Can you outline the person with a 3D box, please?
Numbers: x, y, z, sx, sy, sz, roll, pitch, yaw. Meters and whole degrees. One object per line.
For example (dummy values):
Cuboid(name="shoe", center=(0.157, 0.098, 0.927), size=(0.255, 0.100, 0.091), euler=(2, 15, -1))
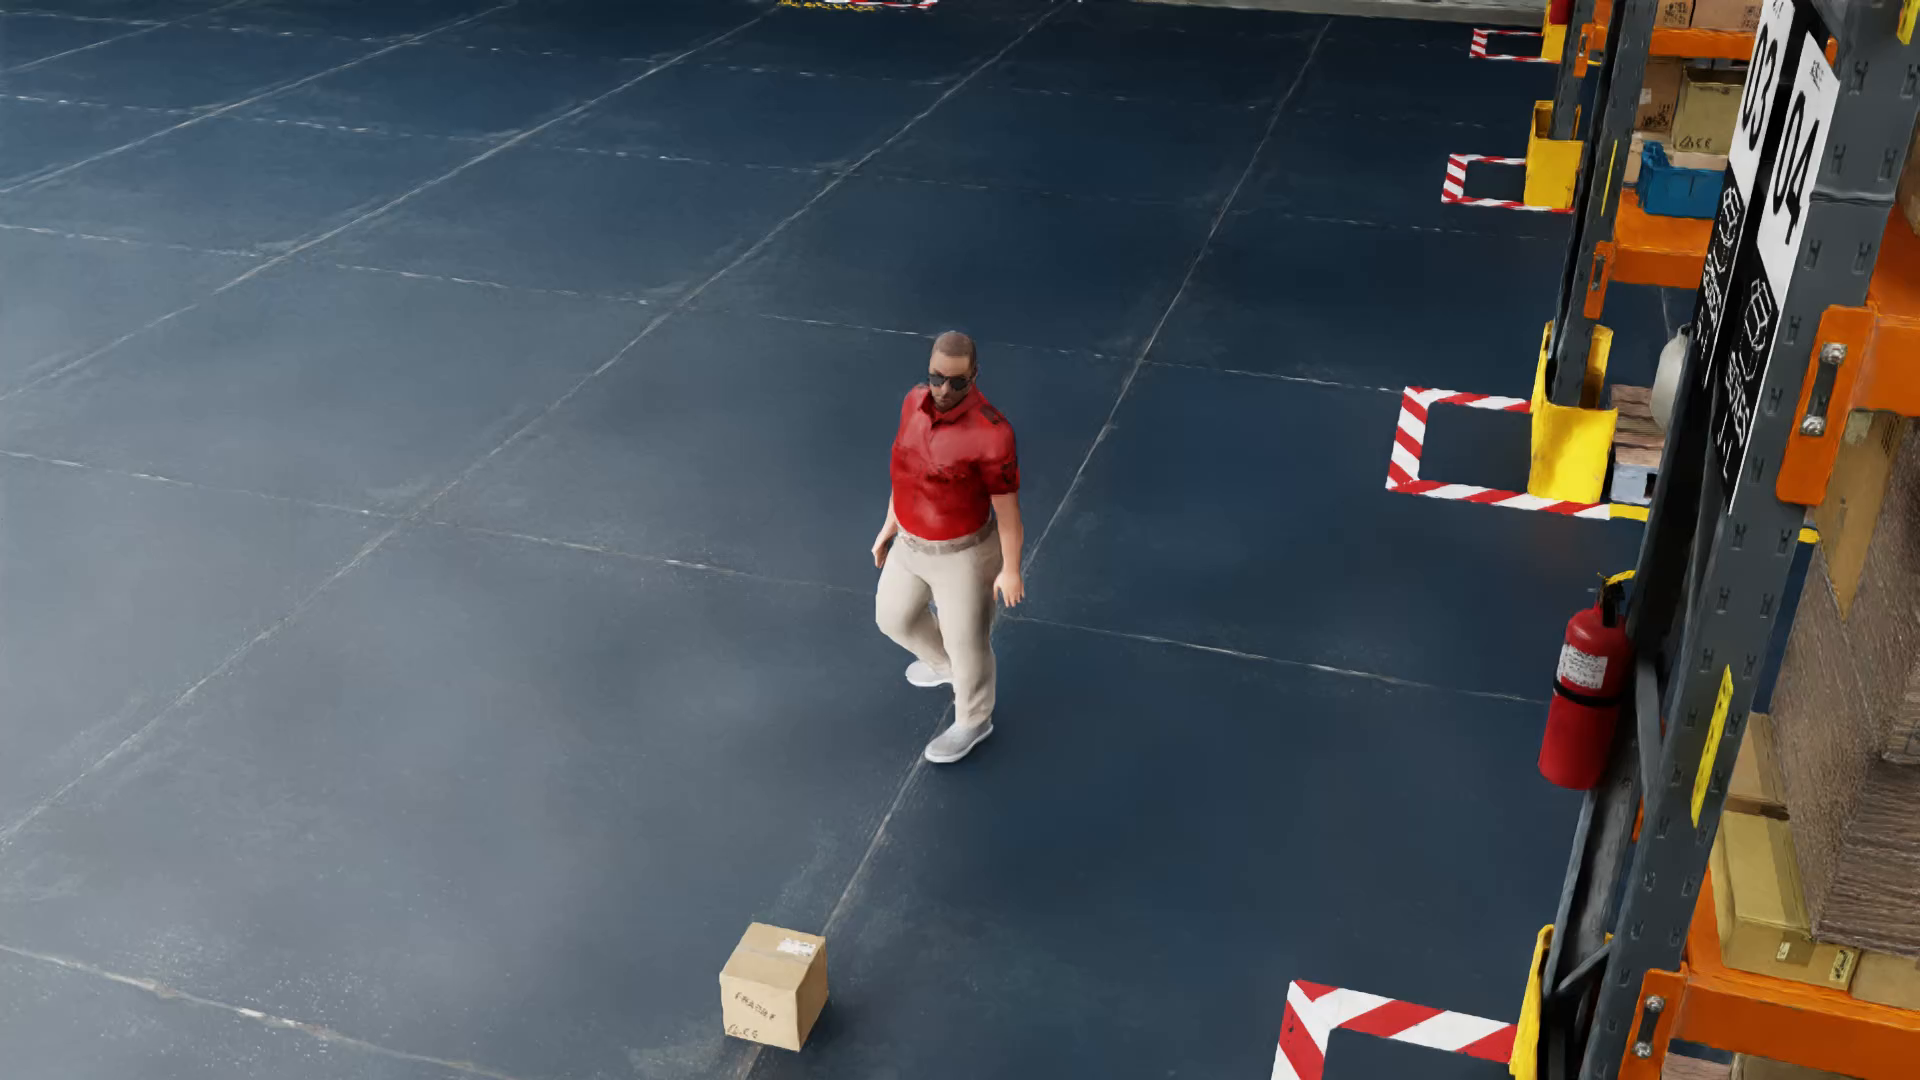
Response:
Cuboid(name="person", center=(-0.052, 0.001, 6.108), size=(0.491, 1.719, 0.722), euler=(-22, 36, -34))
